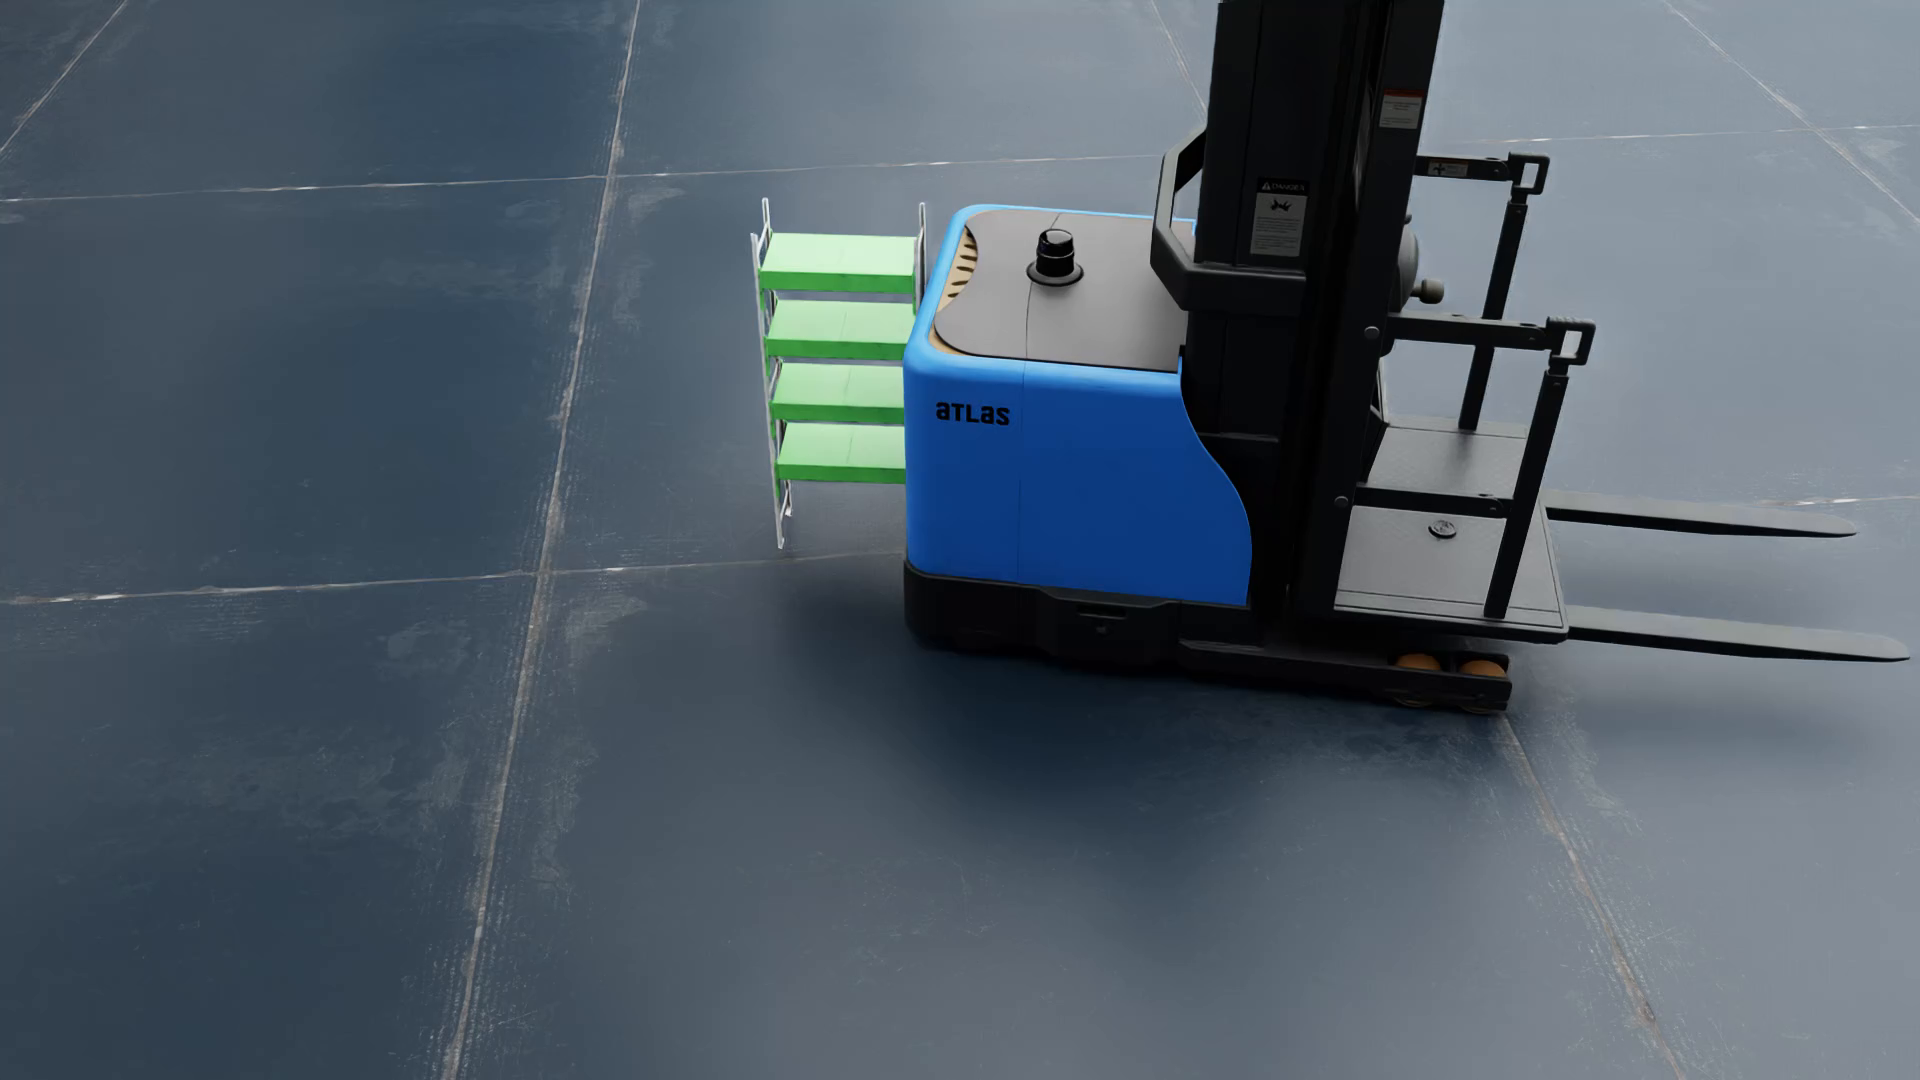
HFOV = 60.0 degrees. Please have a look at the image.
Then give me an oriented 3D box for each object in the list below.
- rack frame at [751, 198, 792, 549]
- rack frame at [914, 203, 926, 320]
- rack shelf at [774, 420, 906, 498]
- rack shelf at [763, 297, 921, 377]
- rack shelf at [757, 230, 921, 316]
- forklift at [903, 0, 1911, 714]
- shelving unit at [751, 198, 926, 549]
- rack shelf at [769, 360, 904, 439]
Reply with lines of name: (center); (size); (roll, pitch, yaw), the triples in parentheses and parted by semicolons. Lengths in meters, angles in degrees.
rack frame: (-0.610, -0.515, 5.434); (0.015, 1.200, 0.240); (2, 38, 3)
rack frame: (-0.123, -0.496, 5.410); (0.015, 1.200, 0.240); (2, 38, 3)
rack shelf: (-0.367, -0.267, 5.610); (0.480, 0.148, 0.258); (2, 38, 3)
rack shelf: (-0.367, -0.644, 5.313); (0.480, 0.148, 0.258); (2, 38, 3)
rack shelf: (-0.367, -0.832, 5.164); (0.480, 0.148, 0.258); (2, 38, 3)
forklift: (1.386, -0.976, 4.621); (3.031, 2.935, 1.130); (6, 39, 7)
shelving unit: (-0.367, -0.505, 5.422); (0.503, 1.200, 0.258); (2, 38, 3)
rack shelf: (-0.367, -0.455, 5.461); (0.480, 0.148, 0.258); (2, 38, 3)
